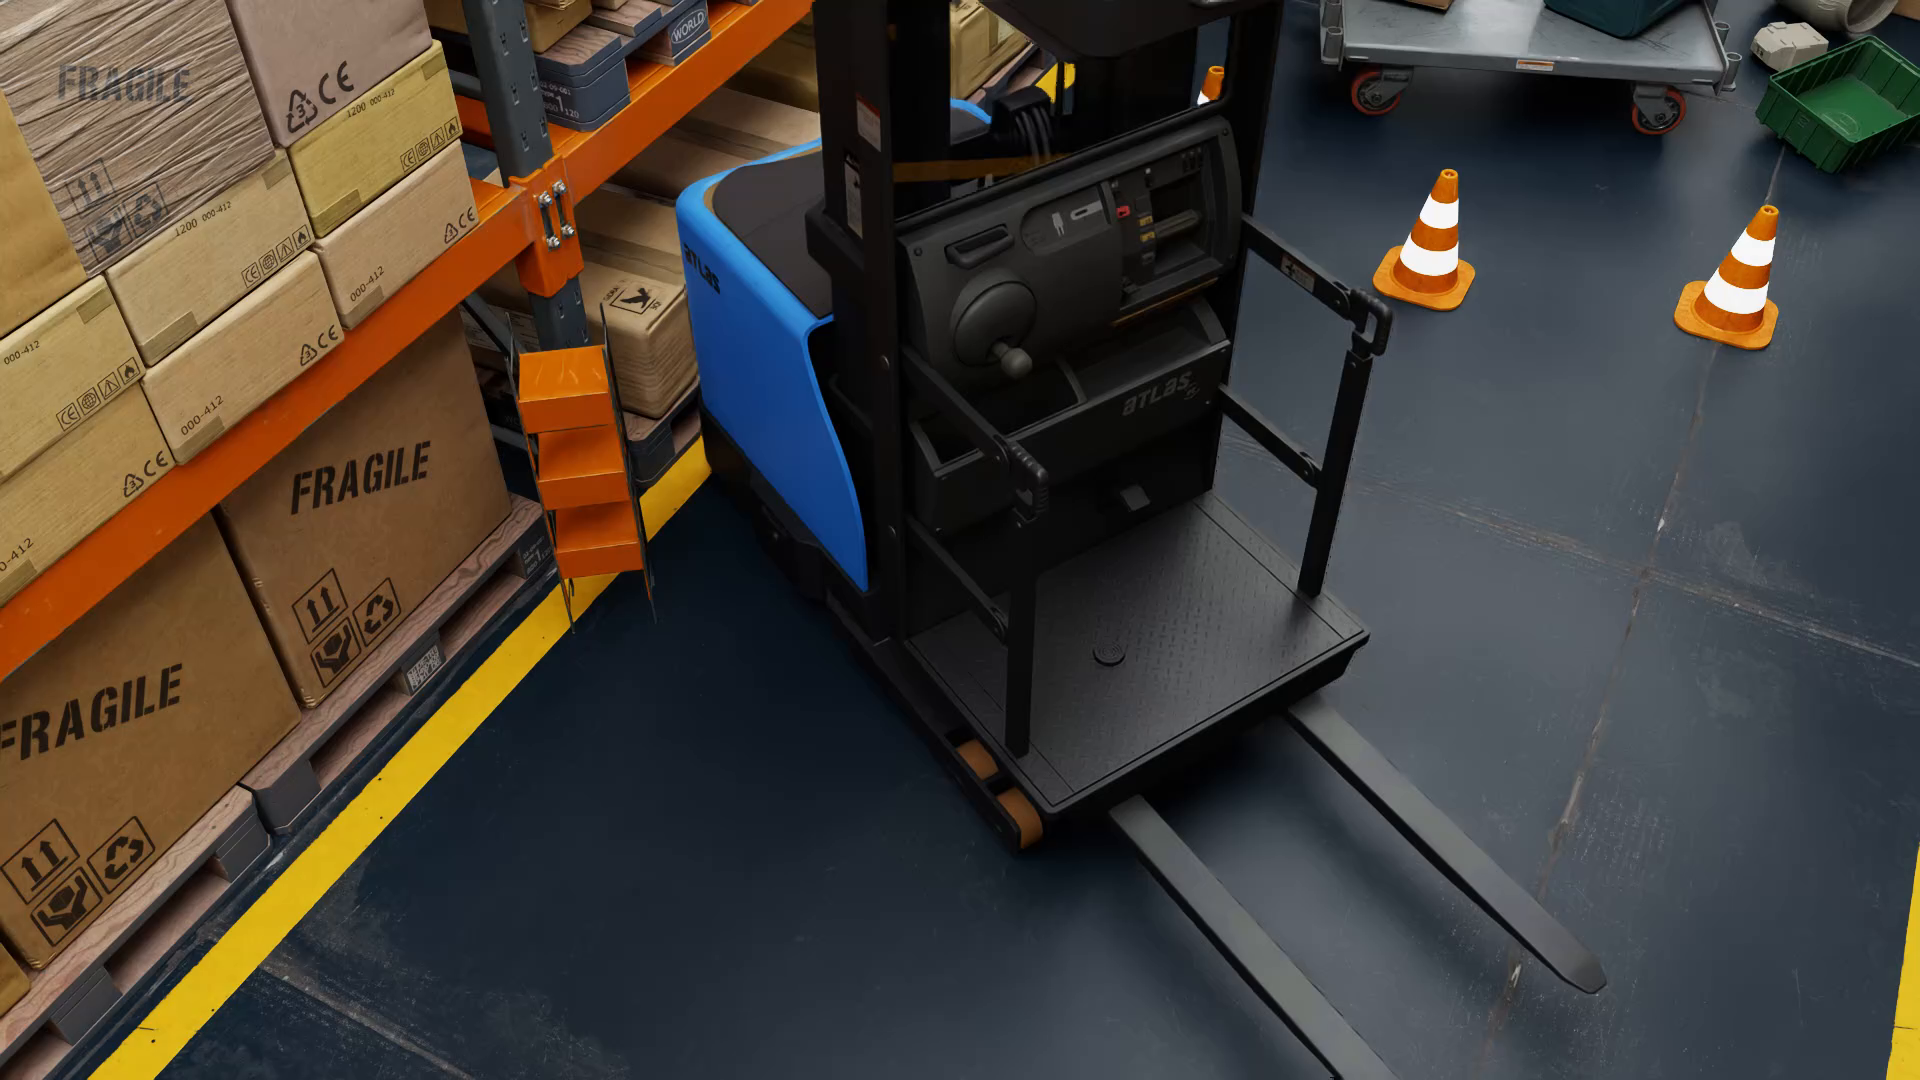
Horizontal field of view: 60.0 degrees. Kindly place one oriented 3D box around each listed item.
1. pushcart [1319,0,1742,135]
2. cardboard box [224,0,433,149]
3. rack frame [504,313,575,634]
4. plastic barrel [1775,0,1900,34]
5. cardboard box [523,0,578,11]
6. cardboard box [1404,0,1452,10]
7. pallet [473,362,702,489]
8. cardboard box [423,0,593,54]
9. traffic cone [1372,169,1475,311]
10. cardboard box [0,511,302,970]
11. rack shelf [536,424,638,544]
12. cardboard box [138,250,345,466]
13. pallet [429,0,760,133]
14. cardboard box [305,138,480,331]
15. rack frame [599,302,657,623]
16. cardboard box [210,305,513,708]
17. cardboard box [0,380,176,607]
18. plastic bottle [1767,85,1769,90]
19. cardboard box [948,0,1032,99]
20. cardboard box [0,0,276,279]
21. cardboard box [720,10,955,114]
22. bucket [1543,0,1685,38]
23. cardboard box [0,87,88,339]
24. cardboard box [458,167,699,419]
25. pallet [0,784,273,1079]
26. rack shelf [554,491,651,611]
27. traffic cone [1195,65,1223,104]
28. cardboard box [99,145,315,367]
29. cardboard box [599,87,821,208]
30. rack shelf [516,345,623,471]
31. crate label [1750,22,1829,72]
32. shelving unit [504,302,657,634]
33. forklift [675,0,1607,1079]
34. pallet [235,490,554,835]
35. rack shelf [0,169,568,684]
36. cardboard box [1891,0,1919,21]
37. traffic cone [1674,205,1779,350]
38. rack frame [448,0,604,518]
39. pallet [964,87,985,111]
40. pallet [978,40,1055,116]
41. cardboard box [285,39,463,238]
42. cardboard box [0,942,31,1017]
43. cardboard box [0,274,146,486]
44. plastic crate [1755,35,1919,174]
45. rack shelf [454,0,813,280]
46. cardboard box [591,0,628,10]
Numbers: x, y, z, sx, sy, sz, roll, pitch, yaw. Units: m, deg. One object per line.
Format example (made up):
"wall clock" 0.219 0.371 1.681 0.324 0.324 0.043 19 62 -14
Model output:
"pushcart" 2.359 -2.143 7.103 1.648 0.377 0.936 5 46 5
"cardboard box" -1.549 -1.241 3.594 0.500 0.500 0.500 19 48 18
"rack frame" -1.172 -0.158 4.668 0.008 1.050 0.200 -7 46 -7
"plastic barrel" 3.915 -2.531 7.454 0.421 0.421 0.512 -16 48 -15
"cardboard box" -1.127 -1.761 4.306 0.500 0.500 0.500 19 48 18
"cardboard box" 1.907 -2.605 6.940 0.500 0.500 0.500 20 49 19
"pallet" -1.177 -0.778 5.870 1.003 0.211 1.213 20 49 19
"cardboard box" -1.225 -1.469 4.474 0.380 0.149 0.250 18 48 17
"traffic cone" 1.732 -1.138 6.049 0.336 0.463 0.334 20 49 19
"cardboard box" -2.353 0.301 4.042 0.875 0.875 0.875 21 49 20
"rack shelf" -1.052 -0.166 4.690 0.240 0.259 0.215 -7 46 -7
"cardboard box" -1.769 -0.482 3.723 0.500 0.250 0.500 21 49 20
"pallet" -1.304 -1.683 4.939 1.213 0.211 1.003 20 49 19
"cardboard box" -1.546 -0.809 4.046 0.500 0.250 0.500 19 48 18
"rack frame" -0.932 -0.189 4.698 0.008 1.050 0.200 -7 46 -7
"cardboard box" -1.935 -0.259 4.596 0.875 0.875 0.875 20 49 19
"cardboard box" -2.017 -0.170 3.415 0.500 0.250 0.500 20 49 19
"plastic bottle" 3.539 -1.855 7.040 0.133 0.061 0.283 -2 45 -2
"cardboard box" -0.256 -2.225 6.892 0.950 0.372 0.625 23 50 21
"cardboard box" -1.780 -0.915 3.272 0.500 0.500 0.500 21 49 20
"cardboard box" -0.577 -1.786 6.459 0.950 0.372 0.625 22 49 20
"bucket" 2.768 -2.446 6.791 0.620 0.611 0.726 -39 56 -20
"cardboard box" -2.016 -0.604 2.965 0.500 0.500 0.500 20 49 19
"cardboard box" -1.270 -0.843 5.526 0.950 0.372 0.625 17 48 16
"pallet" -2.541 0.951 4.161 1.003 0.211 1.213 20 49 19
"rack shelf" -1.052 0.030 4.888 0.240 0.259 0.215 -7 46 -7
"traffic cone" 0.980 -1.651 6.556 0.336 0.463 0.334 20 49 19
"cardboard box" -1.775 -0.676 3.563 0.500 0.250 0.500 19 48 18
"cardboard box" -0.934 -1.310 5.988 0.950 0.372 0.625 20 49 18
"rack shelf" -1.052 -0.365 4.489 0.240 0.259 0.215 -7 46 -7
"crate label" 3.639 -2.159 7.288 0.298 0.136 0.250 -9 46 -9
"shelving unit" -1.052 -0.173 4.683 0.252 1.050 0.215 -7 46 -7
"forklift" 0.406 -0.598 3.780 1.130 2.935 3.031 -25 51 -23
"pallet" -1.973 0.186 4.918 1.003 0.211 1.213 20 49 19
"rack shelf" -2.469 0.247 3.403 1.077 0.370 4.000 20 49 19
"cardboard box" 4.559 -2.654 7.520 0.500 0.500 0.500 29 52 25
"traffic cone" 2.787 -0.977 5.891 0.336 0.463 0.334 20 49 19
"rack frame" -1.541 -1.266 4.392 1.000 3.000 0.127 20 49 19
"pallet" -0.609 -1.543 6.627 1.003 0.211 1.213 20 49 19
"pallet" -0.044 -2.315 7.389 1.003 0.211 1.213 20 49 19
"cardboard box" -1.541 -1.000 3.884 0.500 0.250 0.500 20 49 19
"cardboard box" -2.768 0.864 3.485 0.875 0.875 0.875 22 49 20
"cardboard box" -1.995 -0.347 3.238 0.500 0.250 0.500 19 48 18
"plastic crate" 3.668 -1.789 6.846 0.662 0.188 0.450 -24 60 -22
"rack shelf" -0.612 -2.273 5.894 1.077 0.370 4.000 20 49 19
"cardboard box" -1.064 -1.636 4.639 0.380 0.149 0.250 18 48 17
